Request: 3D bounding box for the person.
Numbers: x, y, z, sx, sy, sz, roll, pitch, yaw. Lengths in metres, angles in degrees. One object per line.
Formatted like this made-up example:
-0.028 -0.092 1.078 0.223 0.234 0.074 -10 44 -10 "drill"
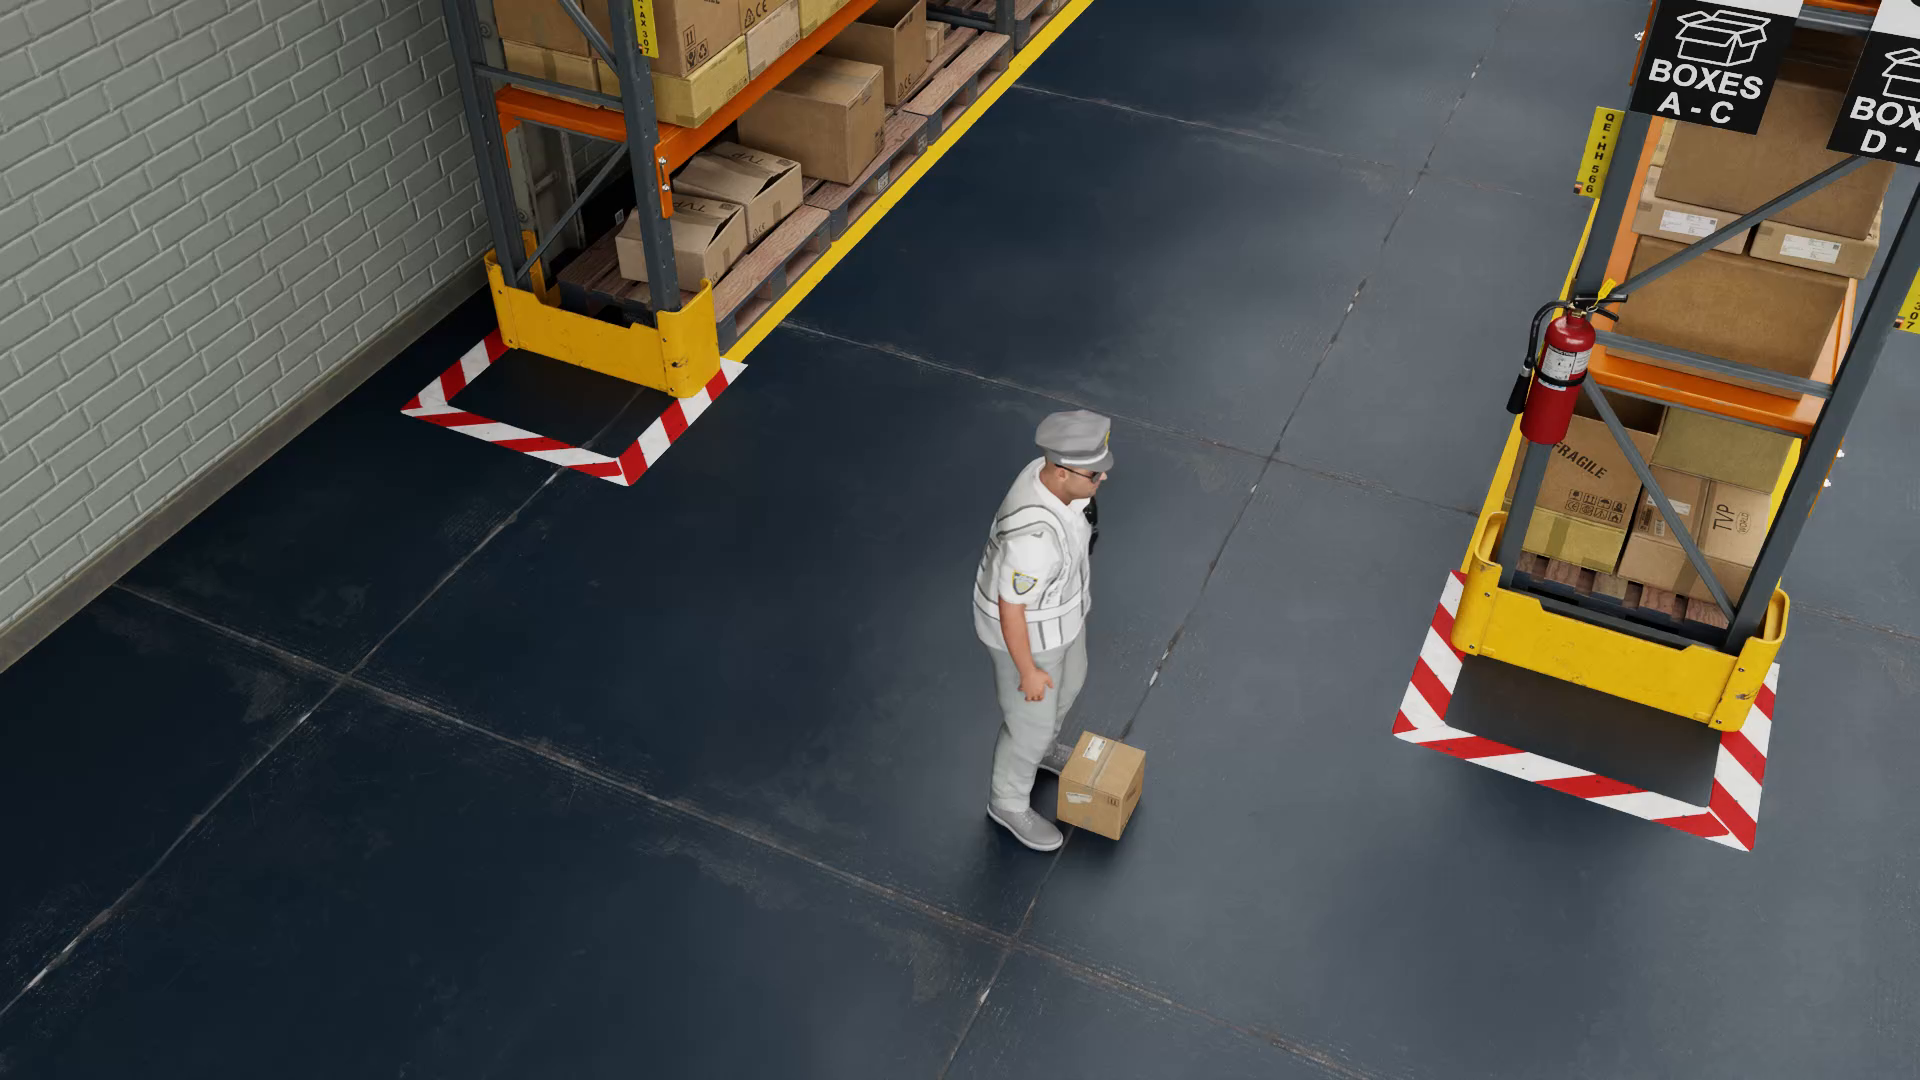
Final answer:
0.280 0.283 5.834 0.428 1.751 0.605 15 44 16 "person"
